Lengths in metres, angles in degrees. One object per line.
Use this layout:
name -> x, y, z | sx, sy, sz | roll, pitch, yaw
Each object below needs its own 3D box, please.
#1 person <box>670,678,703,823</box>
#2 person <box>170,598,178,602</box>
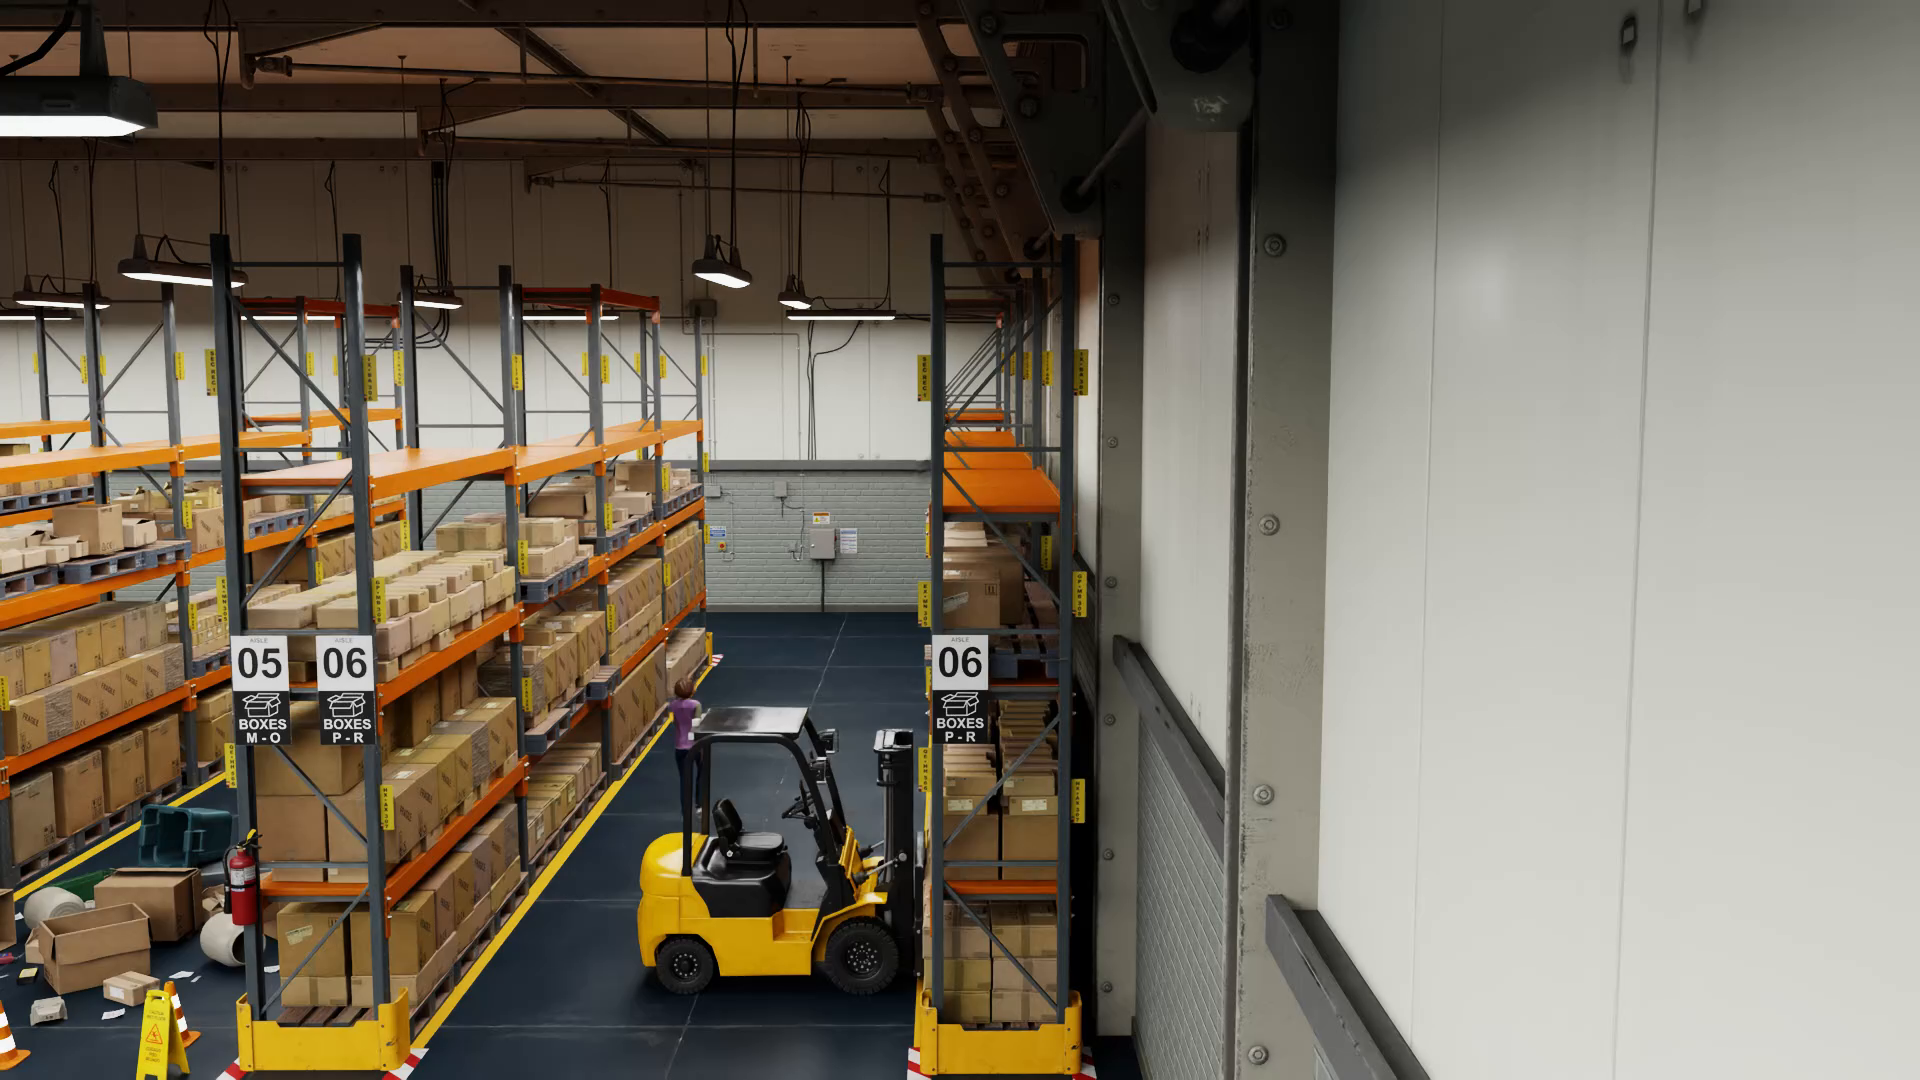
person -> -2.913, 2.277, 17.921 | 0.383, 1.607, 0.593 | -1, 6, -5
person -> -11.377, 1.660, 24.222 | 0.388, 1.661, 0.501 | -2, 7, -19
